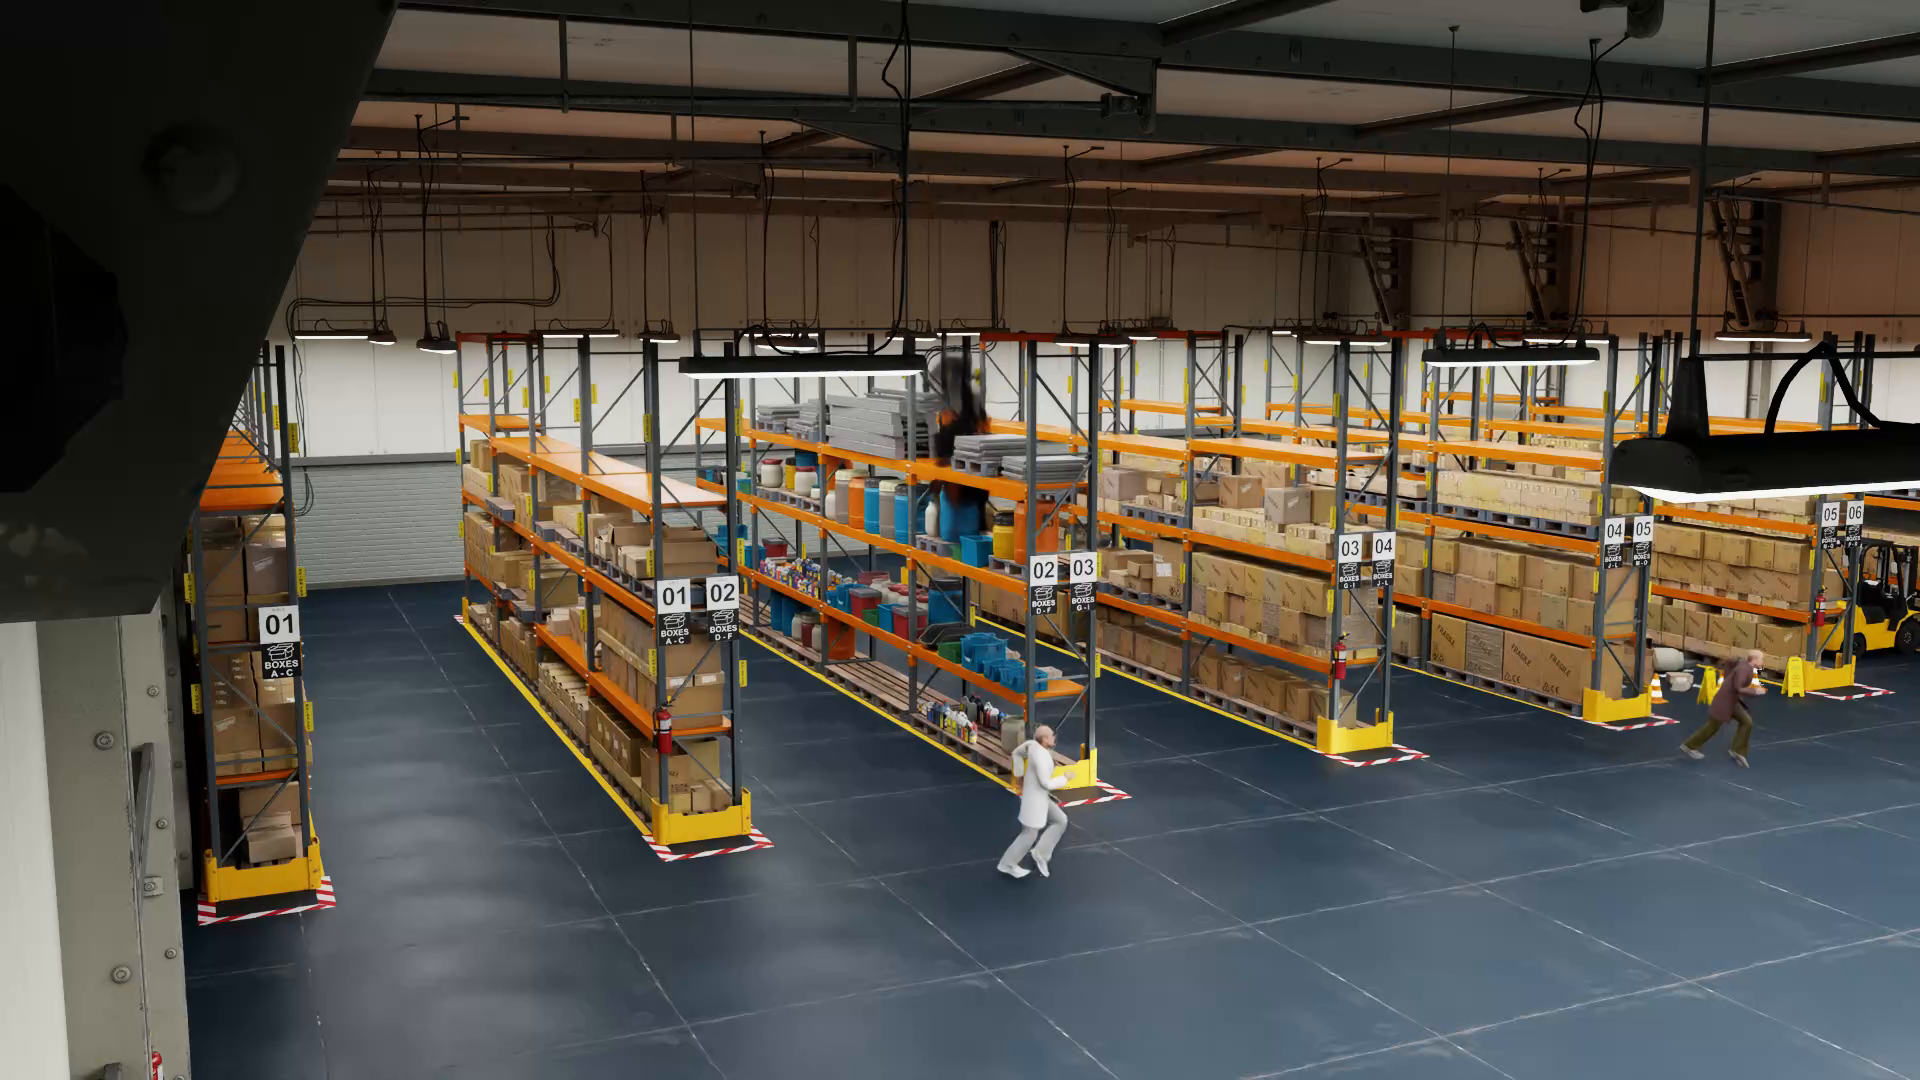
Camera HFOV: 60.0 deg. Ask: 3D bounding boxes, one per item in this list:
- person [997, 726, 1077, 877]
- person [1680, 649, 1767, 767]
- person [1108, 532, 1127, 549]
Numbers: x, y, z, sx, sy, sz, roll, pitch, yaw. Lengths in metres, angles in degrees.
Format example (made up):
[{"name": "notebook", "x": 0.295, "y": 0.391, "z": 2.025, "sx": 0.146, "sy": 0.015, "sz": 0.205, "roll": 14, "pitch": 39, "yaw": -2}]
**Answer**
[{"name": "person", "x": 0.862, "y": 2.944, "z": 18.692, "sx": 0.881, "sy": 1.764, "sz": 0.752, "roll": 0, "pitch": 8, "yaw": -1}, {"name": "person", "x": 10.816, "y": 2.367, "z": 23.547, "sx": 1.071, "sy": 1.737, "sz": 0.753, "roll": 4, "pitch": 9, "yaw": 27}, {"name": "person", "x": 3.474, "y": 0.585, "z": 37.220, "sx": 0.550, "sy": 1.550, "sz": 0.789, "roll": -4, "pitch": 8, "yaw": -25}]
